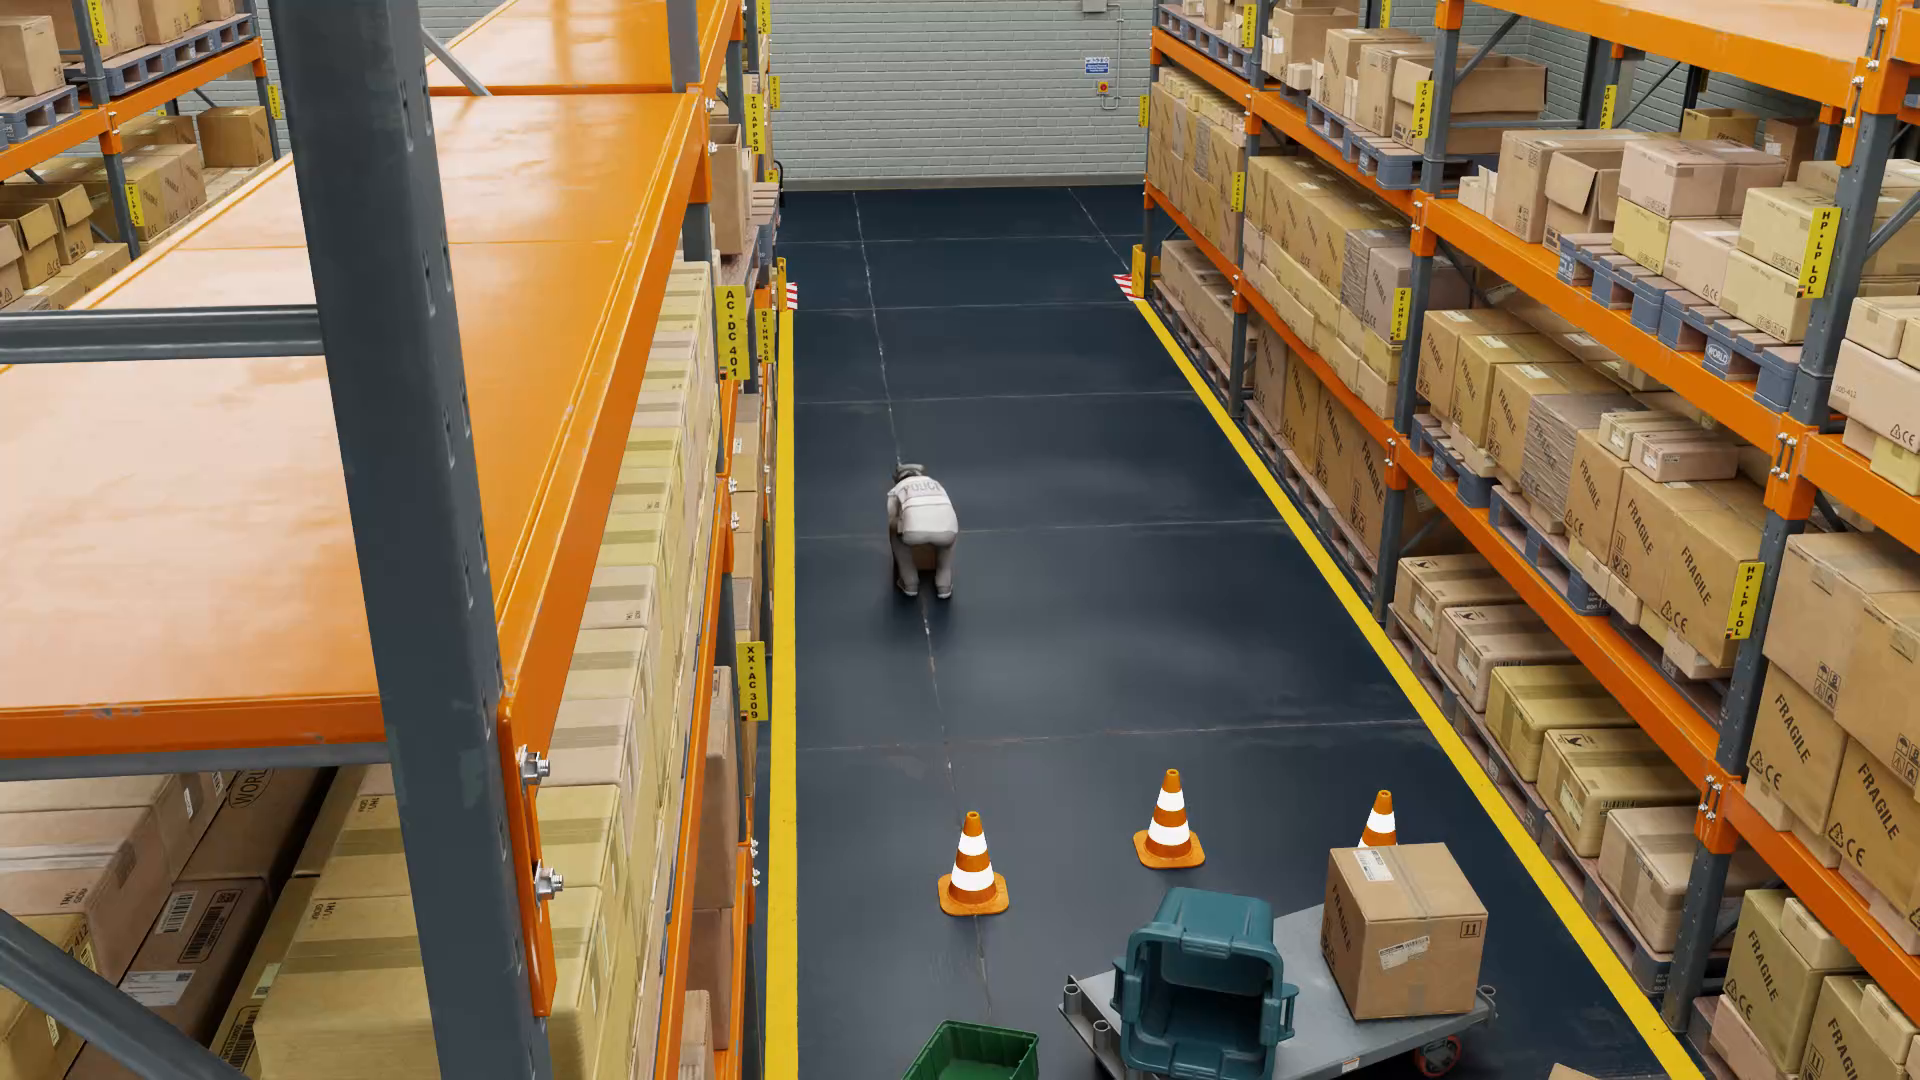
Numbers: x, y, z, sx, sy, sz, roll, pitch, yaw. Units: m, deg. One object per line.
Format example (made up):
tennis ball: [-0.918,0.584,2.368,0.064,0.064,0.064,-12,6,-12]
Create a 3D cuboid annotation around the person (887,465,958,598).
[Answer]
person: [-0.259,-0.051,11.355,0.453,0.773,0.926,-3,24,-7]
